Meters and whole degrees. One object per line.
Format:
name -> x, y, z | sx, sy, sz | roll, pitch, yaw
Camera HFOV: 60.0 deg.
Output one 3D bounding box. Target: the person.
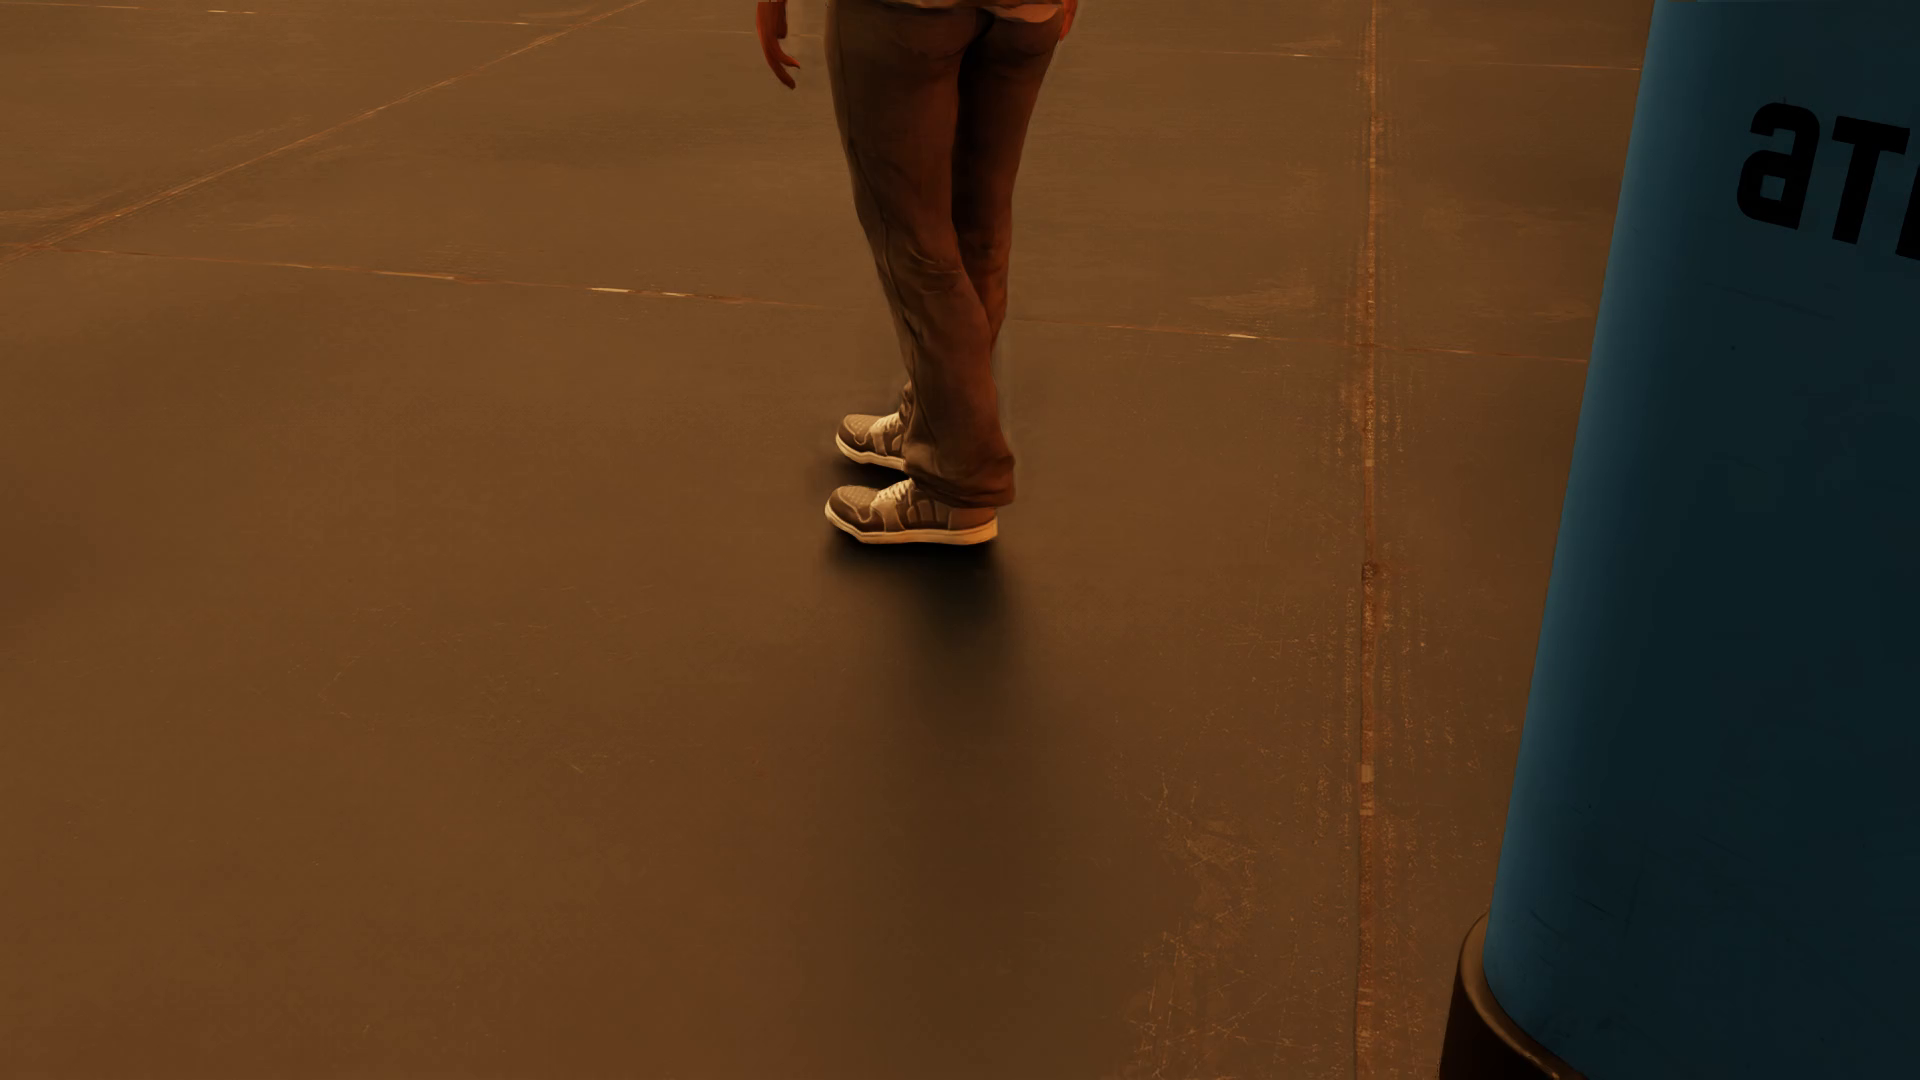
person -> -0.080, -0.755, 2.230 | 0.499, 1.597, 0.542 | -16, 31, -29
